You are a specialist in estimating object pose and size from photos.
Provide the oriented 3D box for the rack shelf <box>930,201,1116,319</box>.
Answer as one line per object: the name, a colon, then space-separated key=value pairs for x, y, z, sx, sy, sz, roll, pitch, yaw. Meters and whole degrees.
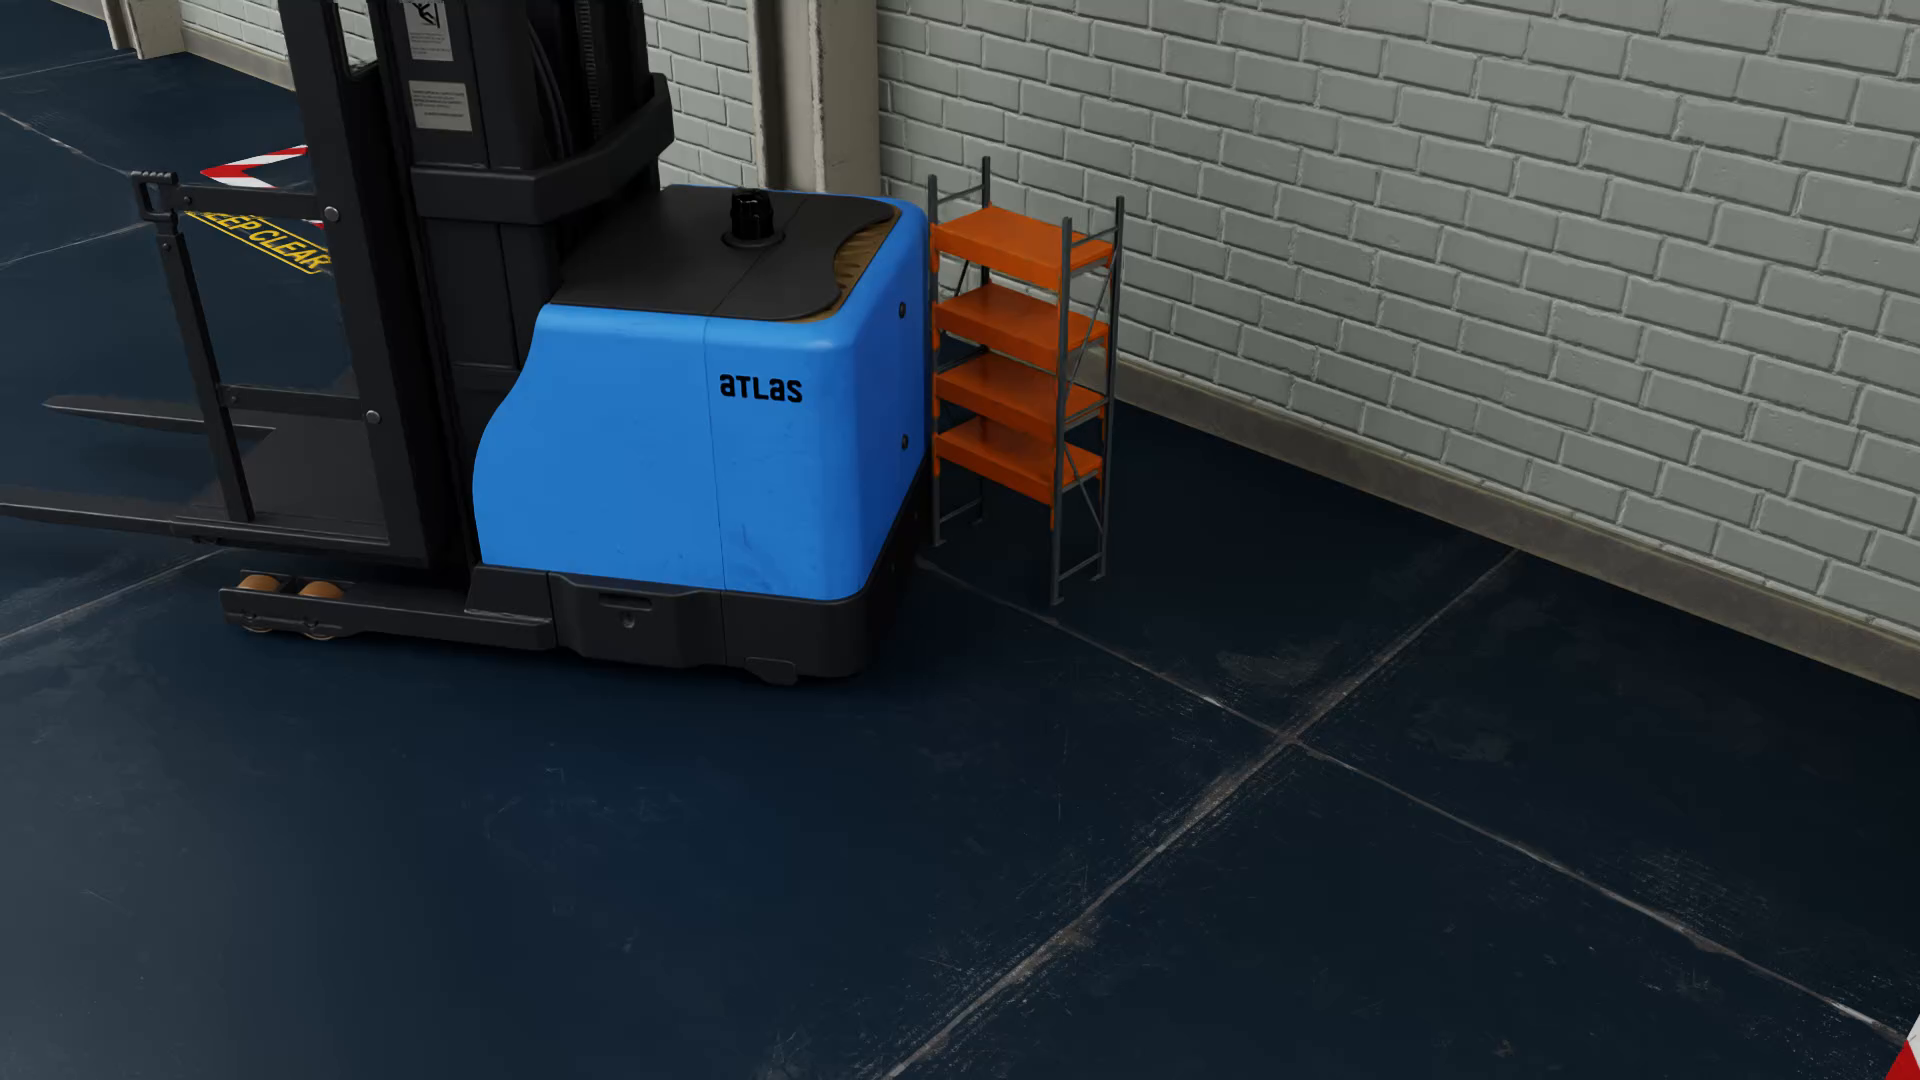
rack shelf: x=0.176 y=-0.786 z=4.630 sx=0.480 sy=0.148 sz=0.258 roll=26 pitch=40 yaw=36

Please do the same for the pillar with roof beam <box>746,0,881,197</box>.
pillar with roof beam: x=-3.447 y=-3.175 z=1.800 sx=0.400 sy=9.000 sz=9.100 roll=25 pitch=39 yaw=35

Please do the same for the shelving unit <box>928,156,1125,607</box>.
shelving unit: x=0.176 y=-0.449 z=4.833 sx=0.503 sy=1.200 sz=0.258 roll=26 pitch=40 yaw=36

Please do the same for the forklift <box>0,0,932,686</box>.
forklift: x=-1.648 y=-1.228 z=4.448 sx=3.031 sy=2.935 sz=1.130 roll=6 pitch=32 yaw=10

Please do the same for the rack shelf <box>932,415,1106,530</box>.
rack shelf: x=0.176 y=-0.221 z=4.970 sx=0.480 sy=0.148 sz=0.258 roll=26 pitch=40 yaw=36

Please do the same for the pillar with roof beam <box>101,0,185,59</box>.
pillar with roof beam: x=-7.896 y=-5.252 z=5.249 sx=0.400 sy=9.000 sz=9.100 roll=25 pitch=39 yaw=35

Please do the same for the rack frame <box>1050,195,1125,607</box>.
rack frame: x=0.354 y=-0.363 z=4.689 sx=0.015 sy=1.200 sz=0.240 roll=26 pitch=40 yaw=36

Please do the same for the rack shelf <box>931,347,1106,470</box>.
rack shelf: x=0.176 y=-0.391 z=4.867 sx=0.480 sy=0.148 sz=0.258 roll=26 pitch=40 yaw=36

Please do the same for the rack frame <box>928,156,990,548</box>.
rack frame: x=-0.001 y=-0.536 z=4.976 sx=0.015 sy=1.200 sz=0.240 roll=26 pitch=40 yaw=36

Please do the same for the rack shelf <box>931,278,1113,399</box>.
rack shelf: x=0.176 y=-0.583 z=4.752 sx=0.480 sy=0.148 sz=0.258 roll=26 pitch=40 yaw=36
